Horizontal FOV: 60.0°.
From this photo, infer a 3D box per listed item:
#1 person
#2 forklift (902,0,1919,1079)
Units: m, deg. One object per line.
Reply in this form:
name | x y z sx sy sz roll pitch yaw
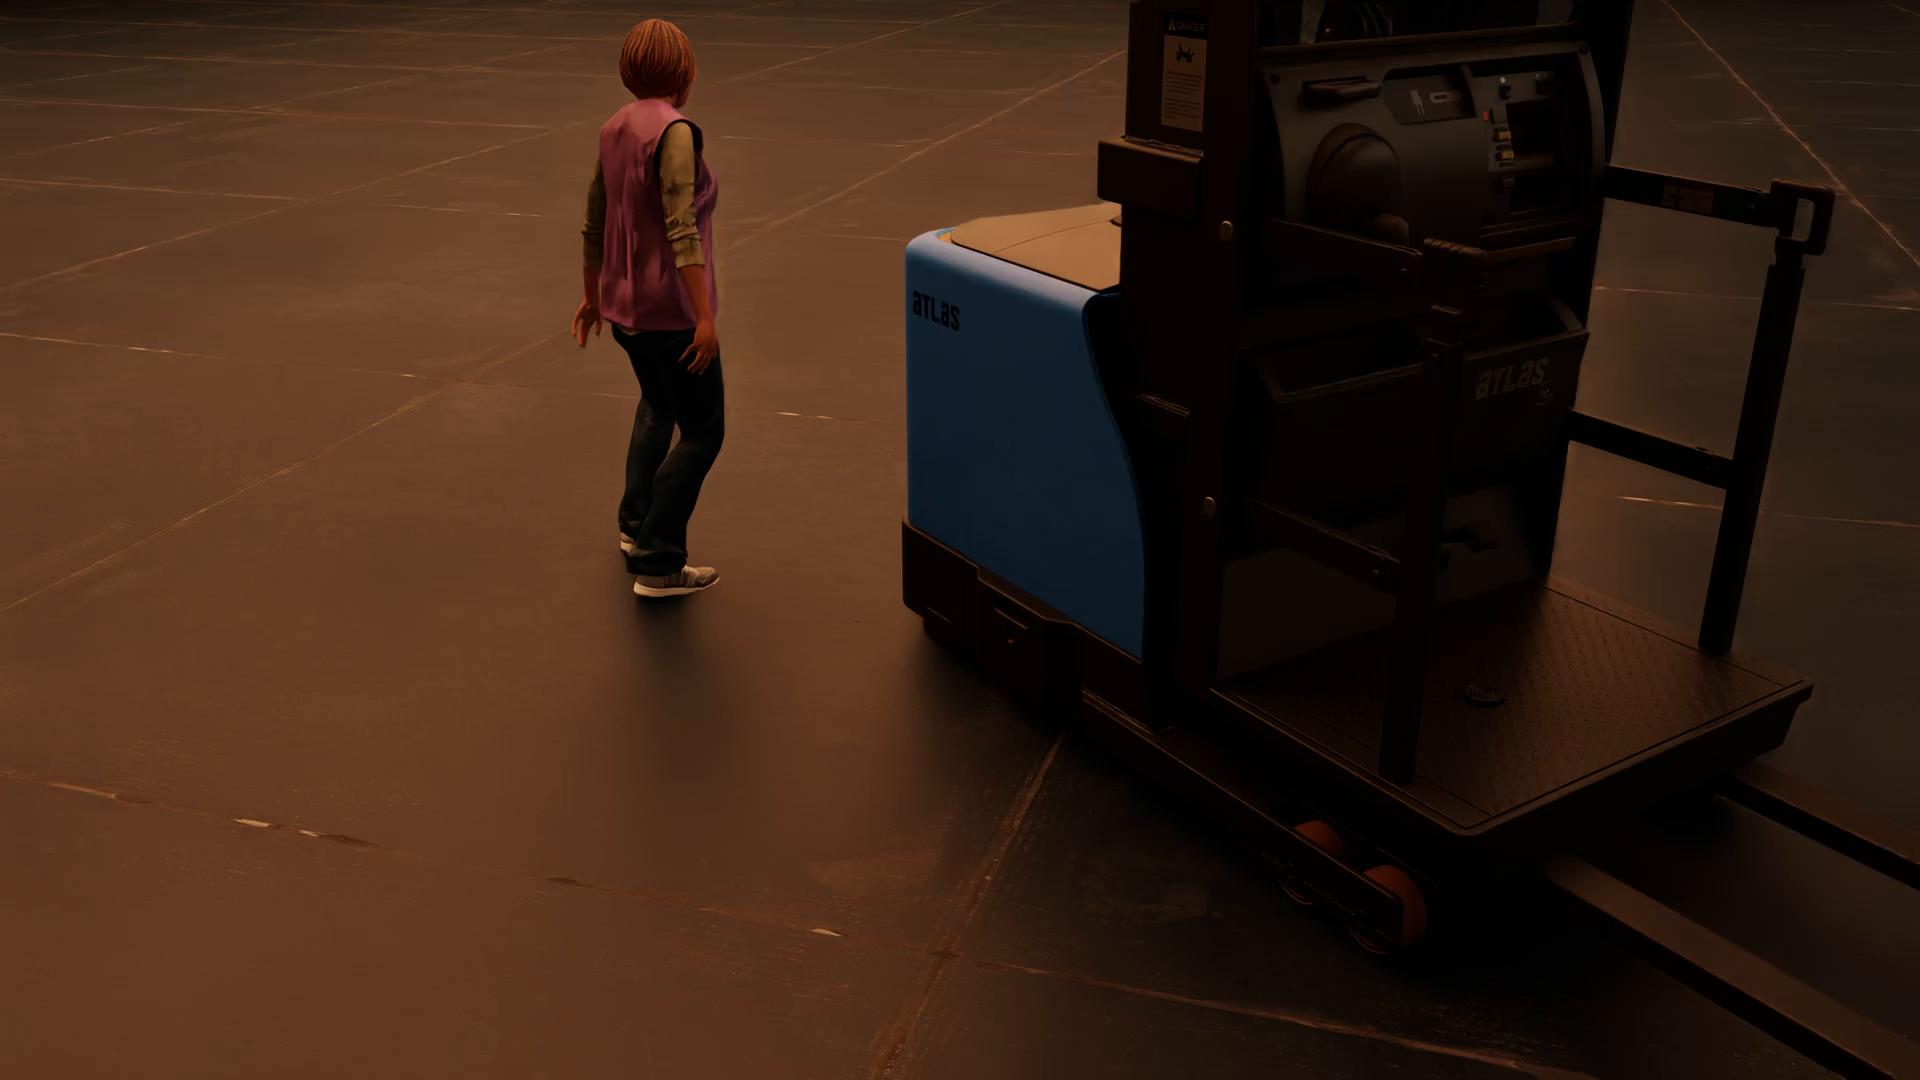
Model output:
person | -0.848 -0.619 4.611 0.402 1.570 0.740 -17 28 -36
forklift | 1.077 -0.767 3.137 1.130 2.935 3.031 -14 26 -31
